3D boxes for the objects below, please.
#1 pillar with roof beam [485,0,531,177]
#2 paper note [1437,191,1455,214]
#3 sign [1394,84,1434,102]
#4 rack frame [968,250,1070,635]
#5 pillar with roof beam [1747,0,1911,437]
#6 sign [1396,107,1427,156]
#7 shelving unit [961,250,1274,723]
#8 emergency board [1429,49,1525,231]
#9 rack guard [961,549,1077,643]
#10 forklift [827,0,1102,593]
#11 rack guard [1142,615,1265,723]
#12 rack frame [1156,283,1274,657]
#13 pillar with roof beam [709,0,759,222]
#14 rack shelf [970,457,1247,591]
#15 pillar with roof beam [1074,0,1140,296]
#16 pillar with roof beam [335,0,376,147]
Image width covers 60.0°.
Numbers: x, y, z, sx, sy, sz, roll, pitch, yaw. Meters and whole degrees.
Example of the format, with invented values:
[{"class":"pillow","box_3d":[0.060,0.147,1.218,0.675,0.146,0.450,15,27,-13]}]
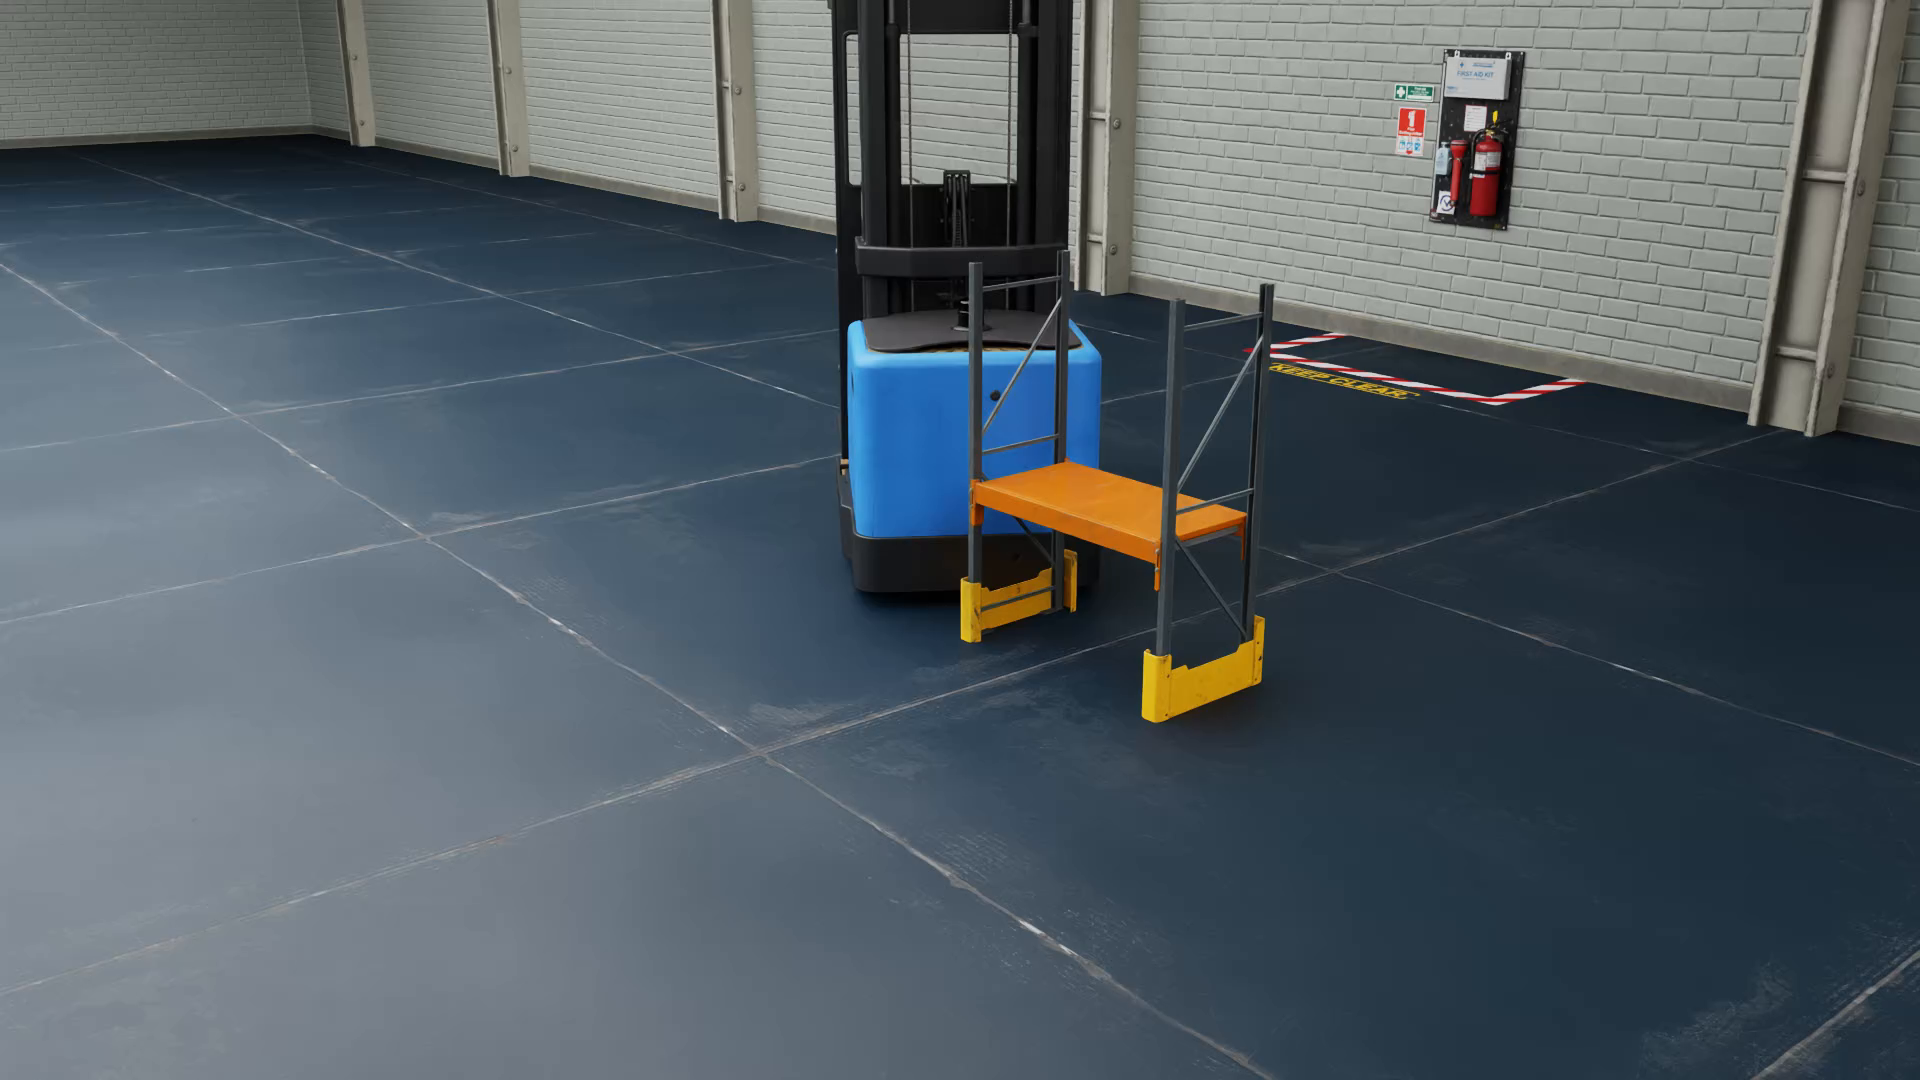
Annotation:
[{"class":"pillar with roof beam","box_3d":[-9.596,-8.542,19.344,9.100,9.000,0.400,-14,23,-36]},{"class":"paper note","box_3d":[3.394,-2.354,11.602,0.016,0.148,0.142,-14,23,-36]},{"class":"sign","box_3d":[3.184,-3.137,11.666,0.001,0.109,0.331,-14,23,-36]},{"class":"rack frame","box_3d":[0.233,-0.373,6.603,0.500,1.500,0.032,-15,24,-38]},{"class":"pillar with roof beam","box_3d":[1.580,-4.107,5.949,9.100,9.000,0.400,-14,23,-36]},{"class":"sign","box_3d":[3.188,-2.889,11.758,0.001,0.329,0.234,-14,23,-36]},{"class":"shelving unit","box_3d":[0.569,-0.249,6.229,0.587,1.500,1.083,-15,24,-38]},{"class":"emergency board","box_3d":[3.450,-2.715,11.291,0.194,1.169,0.643,-14,23,-36]},{"class":"rack guard","box_3d":[0.245,0.225,6.785,0.587,0.250,0.087,-15,24,-38]},{"class":"forklift","box_3d":[-0.060,-1.588,7.994,1.130,2.935,3.031,-2,18,-5]},{"class":"rack guard","box_3d":[0.892,0.463,6.066,0.587,0.250,0.087,-15,24,-38]},{"class":"rack frame","box_3d":[0.893,-0.130,5.869,0.500,1.500,0.032,-15,24,-38]},{"class":"pillar with roof beam","box_3d":[-5.871,-7.064,14.879,9.100,9.000,0.400,-14,23,-36]},{"class":"rack shelf","box_3d":[0.563,-0.081,6.292,0.538,0.185,1.000,-15,24,-38]},{"class":"pillar with roof beam","box_3d":[-2.145,-5.585,10.414,9.100,9.000,0.400,-14,23,-36]},{"class":"pillar with roof beam","box_3d":[-13.321,-10.021,23.809,9.100,9.000,0.400,-14,23,-36]}]
